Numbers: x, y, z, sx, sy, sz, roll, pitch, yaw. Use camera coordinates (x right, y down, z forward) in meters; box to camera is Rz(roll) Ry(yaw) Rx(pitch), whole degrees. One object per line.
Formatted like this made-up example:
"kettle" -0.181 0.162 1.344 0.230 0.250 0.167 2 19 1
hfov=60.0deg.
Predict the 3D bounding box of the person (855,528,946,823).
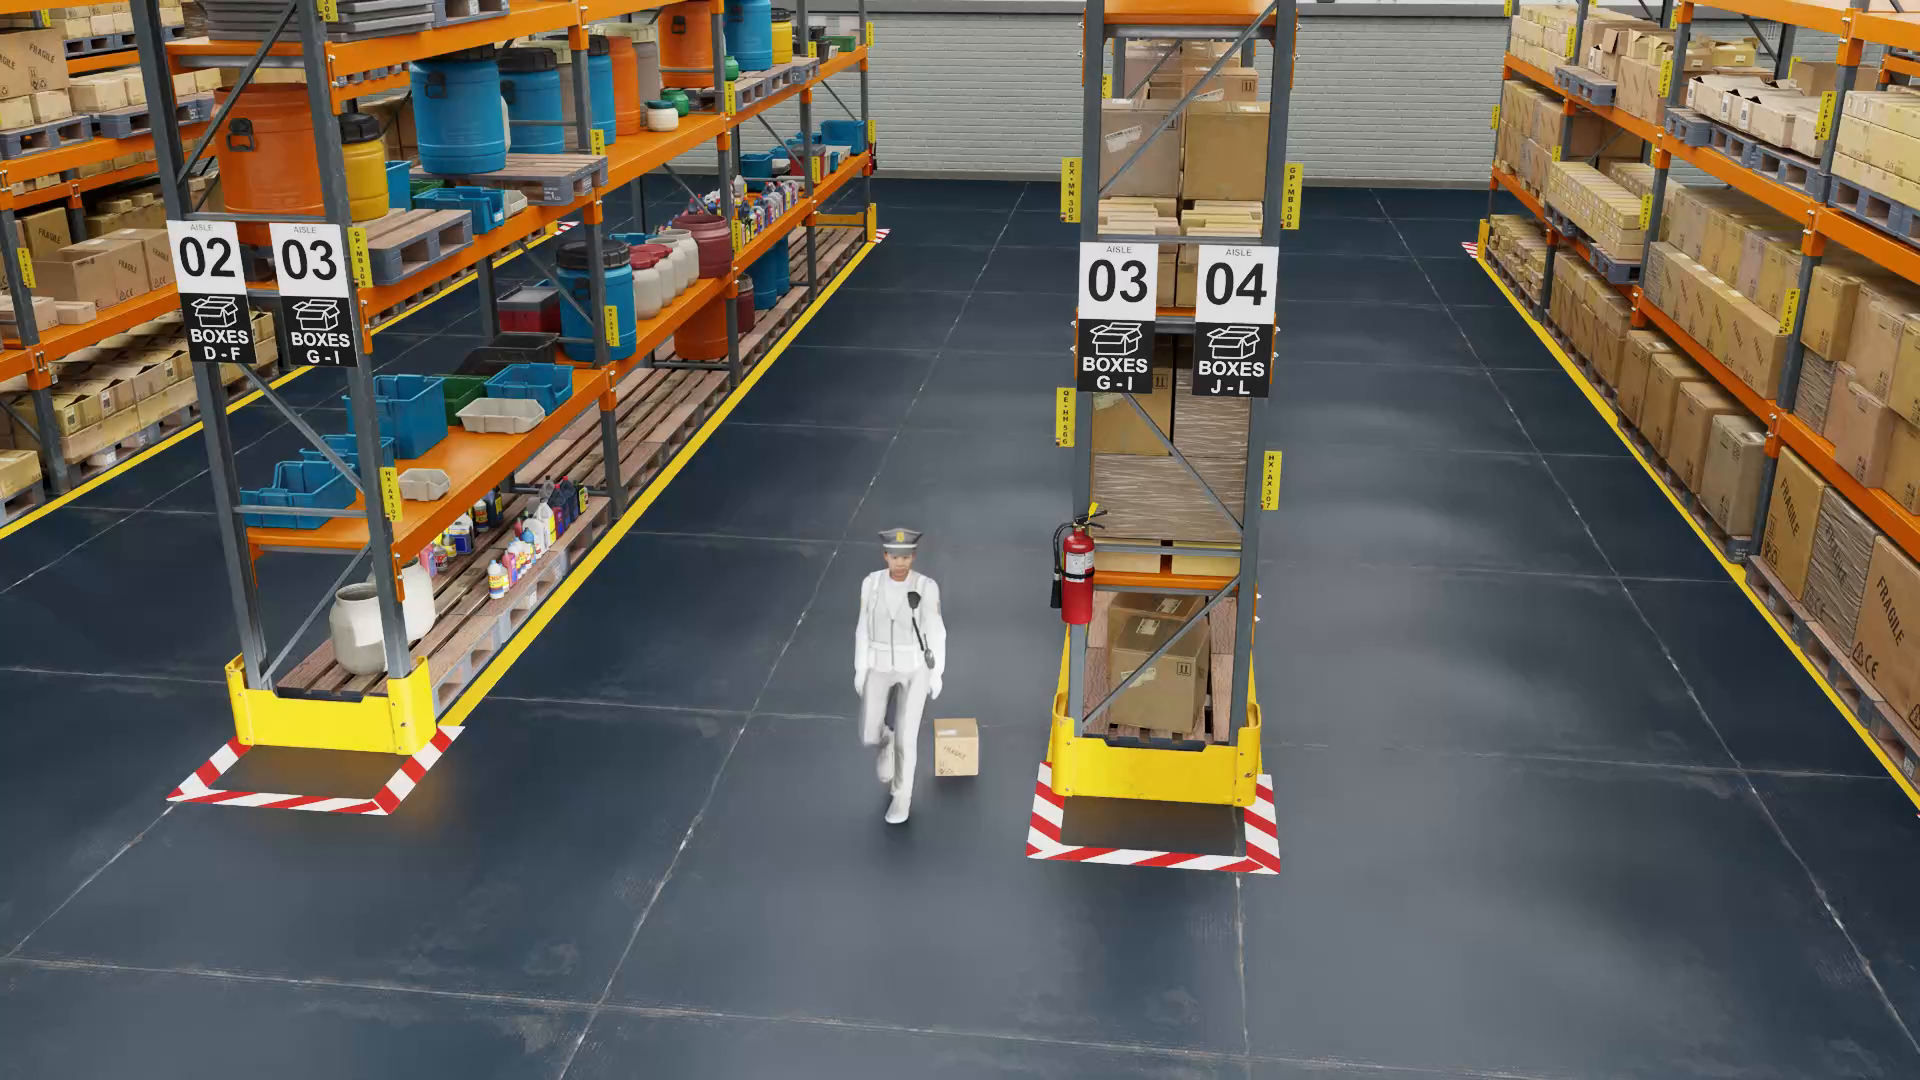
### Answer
"person" -0.334 0.707 9.178 0.503 1.669 0.553 4 22 11
